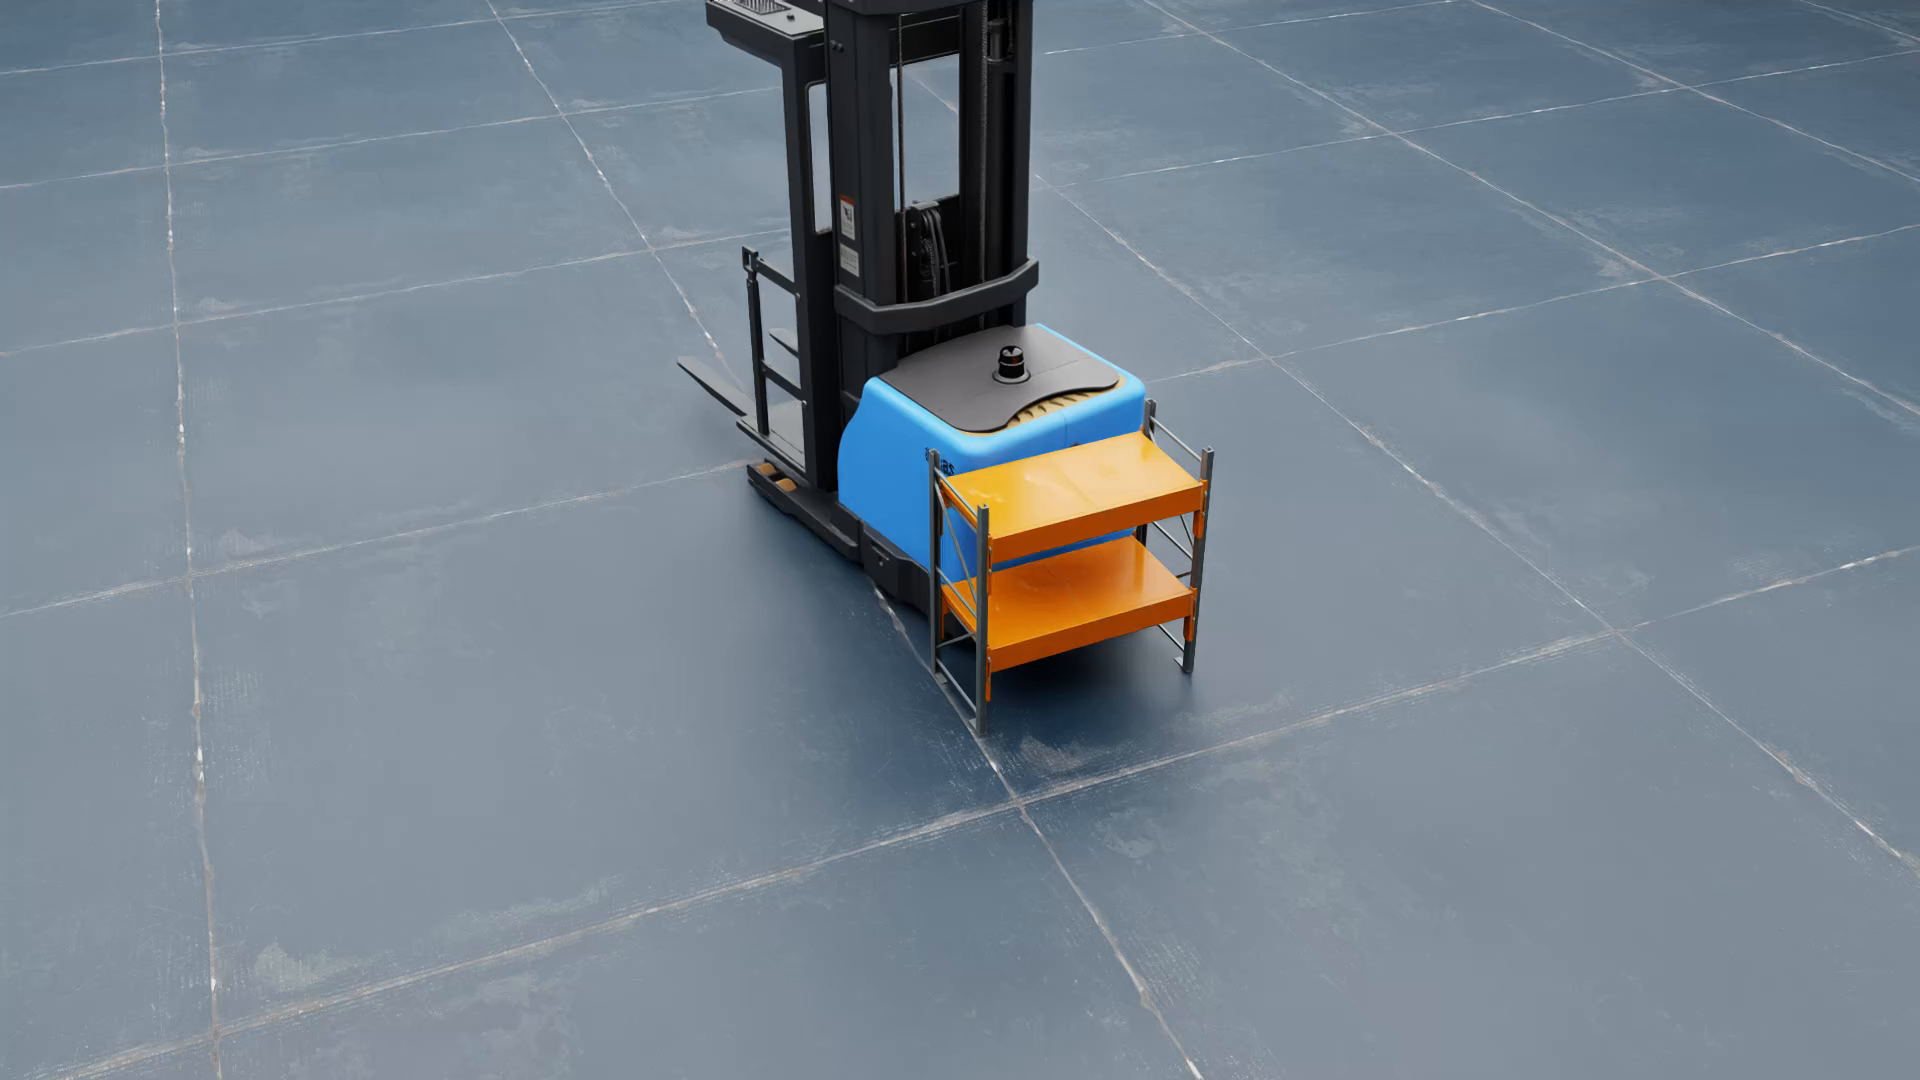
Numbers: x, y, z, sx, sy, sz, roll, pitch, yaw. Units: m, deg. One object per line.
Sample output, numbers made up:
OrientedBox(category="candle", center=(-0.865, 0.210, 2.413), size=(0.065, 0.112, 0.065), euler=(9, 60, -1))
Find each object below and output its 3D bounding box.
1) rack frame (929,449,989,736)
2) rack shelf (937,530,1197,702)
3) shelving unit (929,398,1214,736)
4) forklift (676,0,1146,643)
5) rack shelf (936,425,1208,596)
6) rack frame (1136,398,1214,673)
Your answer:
OrientedBox(category="rack frame", center=(-0.008, 0.226, 6.871), size=(0.032, 1.125, 0.500), euler=(-14, 36, -21))
OrientedBox(category="rack shelf", center=(0.452, 0.313, 7.186), size=(1.000, 0.278, 0.538), euler=(-14, 36, -21))
OrientedBox(category="shelving unit", center=(0.452, 0.108, 7.053), size=(1.048, 1.125, 0.538), euler=(-14, 36, -21))
OrientedBox(category="forklift", center=(-0.440, -1.517, 7.894), size=(1.130, 2.935, 3.031), euler=(-22, 39, -30))
OrientedBox(category="rack shelf", center=(0.452, -0.137, 6.893), size=(1.000, 0.278, 0.538), euler=(-14, 36, -21))
OrientedBox(category="rack frame", center=(0.912, -0.010, 7.234), size=(0.032, 1.125, 0.500), euler=(-14, 36, -21))
